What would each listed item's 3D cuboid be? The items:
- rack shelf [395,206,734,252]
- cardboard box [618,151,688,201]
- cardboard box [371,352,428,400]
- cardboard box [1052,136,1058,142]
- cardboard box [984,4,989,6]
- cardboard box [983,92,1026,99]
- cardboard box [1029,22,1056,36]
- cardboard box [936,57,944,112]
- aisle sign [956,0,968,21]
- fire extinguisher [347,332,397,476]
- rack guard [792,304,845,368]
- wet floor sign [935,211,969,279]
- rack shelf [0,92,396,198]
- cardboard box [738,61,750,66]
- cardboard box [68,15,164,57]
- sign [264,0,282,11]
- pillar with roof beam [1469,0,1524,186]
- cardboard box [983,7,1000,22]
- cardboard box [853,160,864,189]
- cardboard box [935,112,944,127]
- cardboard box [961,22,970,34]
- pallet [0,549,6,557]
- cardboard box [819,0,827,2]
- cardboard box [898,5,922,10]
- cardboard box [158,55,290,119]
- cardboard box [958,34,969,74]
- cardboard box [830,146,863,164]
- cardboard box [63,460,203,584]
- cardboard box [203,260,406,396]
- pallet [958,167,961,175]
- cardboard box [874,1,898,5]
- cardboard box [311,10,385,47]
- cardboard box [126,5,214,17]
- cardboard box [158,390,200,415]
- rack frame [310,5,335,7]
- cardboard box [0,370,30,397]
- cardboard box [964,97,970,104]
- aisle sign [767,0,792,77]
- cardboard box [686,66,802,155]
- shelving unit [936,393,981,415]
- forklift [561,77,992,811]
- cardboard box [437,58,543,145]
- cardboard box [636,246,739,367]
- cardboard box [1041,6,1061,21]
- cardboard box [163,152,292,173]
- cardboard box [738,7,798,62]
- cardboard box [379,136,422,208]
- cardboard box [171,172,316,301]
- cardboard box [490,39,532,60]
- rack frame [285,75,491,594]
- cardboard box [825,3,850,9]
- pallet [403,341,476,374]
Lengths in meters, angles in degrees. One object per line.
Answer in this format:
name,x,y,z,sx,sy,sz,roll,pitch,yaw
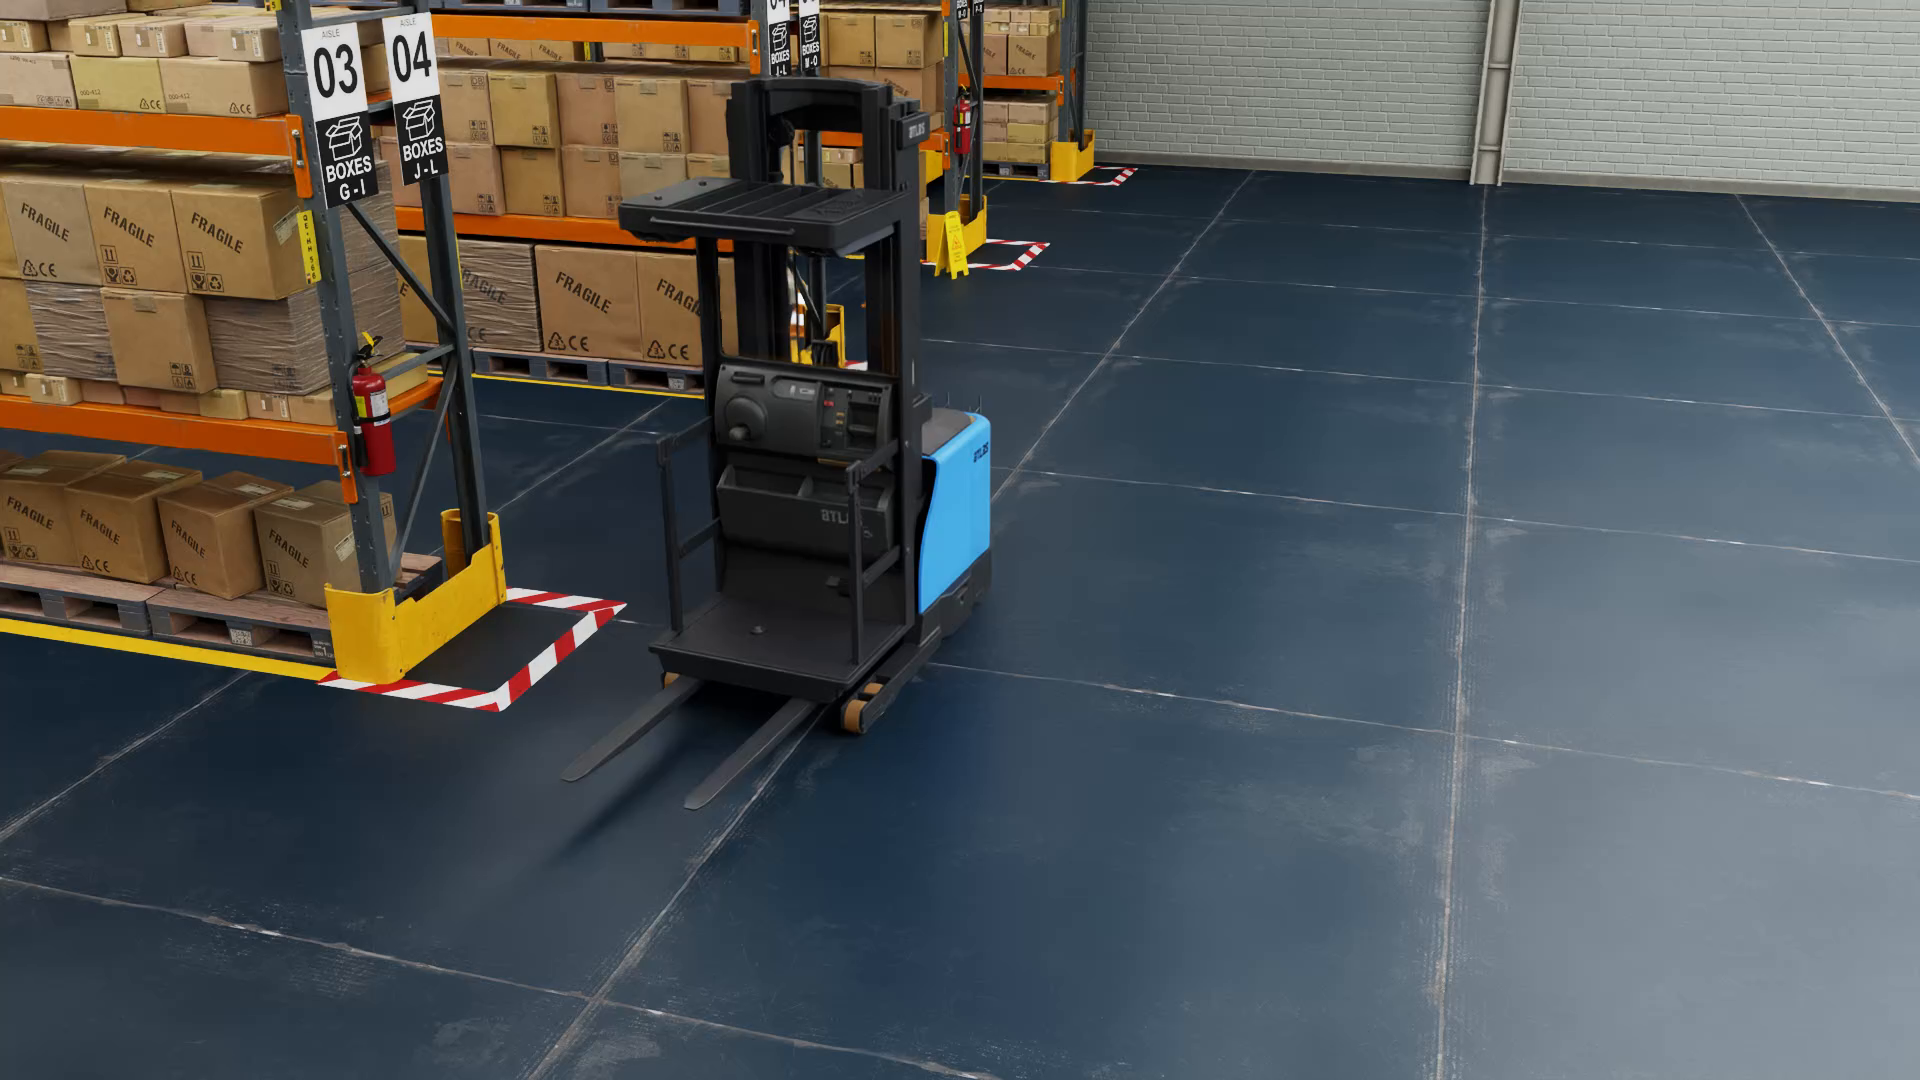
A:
rack shelf,-3.205,-2.545,13.469,4.000,0.370,1.077,7,23,16
cardboard box,-2.192,-2.804,12.956,0.550,0.550,0.875,7,23,16
cardboard box,-3.024,-0.869,8.766,0.250,0.149,0.380,7,23,16
cardboard box,1.059,-5.319,22.353,0.500,0.250,0.500,7,23,16
cardboard box,0.223,-6.987,21.973,0.250,0.149,0.380,7,23,17
cardboard box,0.588,-5.831,22.285,0.500,0.250,0.500,7,23,16
cardboard box,1.060,-6.554,21.309,0.250,0.149,0.380,7,23,16
cardboard box,-0.331,-4.804,17.506,0.500,0.500,0.500,6,23,15
aisle sign,0.018,-5.558,16.442,0.004,0.787,0.394,7,23,16
fire extinguisher,-2.843,-0.651,8.007,0.183,0.674,0.296,7,23,16
rack guard,-1.267,-1.499,13.266,0.348,0.500,1.175,7,23,16
wet floor sign,-0.085,-2.969,16.657,0.232,0.644,0.267,16,27,34
rack shelf,-4.735,-2.141,8.533,4.000,0.370,1.077,7,23,16
cardboard box,-1.992,-4.786,17.462,0.500,0.500,0.500,7,23,16
cardboard box,-3.932,-2.367,7.808,0.250,0.149,0.380,7,23,16
sign,-2.999,-2.465,7.208,0.005,0.325,0.100,7,23,16
pillar with roof beam,5.567,-7.229,16.036,0.400,9.000,9.100,7,23,16
cardboard box,0.349,-6.807,21.534,0.250,0.149,0.380,7,23,16
cardboard box,-0.800,-3.730,17.492,0.500,0.500,0.500,7,23,16
cardboard box,-0.223,-4.464,17.531,0.250,0.149,0.380,7,23,16
cardboard box,0.073,-6.665,21.581,0.250,0.149,0.380,6,23,14
pallet,-5.996,0.045,9.881,1.213,0.211,1.003,7,23,16
cardboard box,-1.964,-7.269,22.659,0.250,0.149,0.380,7,23,16
cardboard box,-0.637,-6.918,21.804,0.250,0.149,0.380,7,23,16
cardboard box,-3.355,-2.146,7.794,0.500,0.250,0.500,7,23,17
cardboard box,-0.059,-6.393,21.770,0.500,0.500,0.500,6,23,14
cardboard box,-1.171,-4.046,17.408,0.250,0.149,0.380,7,23,17
cardboard box,-4.589,-0.108,9.321,0.500,0.500,0.500,9,24,20
cardboard box,-3.339,-1.121,8.527,0.500,0.500,0.875,7,23,16
pallet,-0.436,-5.185,22.631,1.213,0.211,1.003,7,23,15
cardboard box,-0.978,-7.162,22.398,0.250,0.149,0.380,6,23,15
cardboard box,-3.017,-2.484,8.093,0.250,0.149,0.380,6,23,15
cardboard box,-3.986,-2.614,8.411,0.250,0.149,0.380,6,23,15
cardboard box,-3.881,-0.776,8.541,0.250,0.149,0.380,7,23,16
rack frame,-5.120,-3.097,13.867,0.127,3.000,1.000,7,23,16
cardboard box,-4.838,-0.886,8.808,0.250,0.149,0.380,7,23,16
cardboard box,-0.035,-5.699,21.963,0.500,0.250,0.500,7,23,16
aisle sign,-1.309,-3.744,12.020,0.004,0.787,0.394,7,23,16
cardboard box,-1.635,-3.282,12.698,0.550,0.550,0.875,7,23,16
shelving unit,-0.008,-0.417,10.101,0.210,0.900,0.258,7,23,16
forklift,-0.844,-0.603,7.878,1.130,2.935,3.031,9,24,20
cardboard box,-3.739,-3.485,13.194,0.550,0.550,0.875,7,23,16
cardboard box,-1.959,-1.920,13.244,0.875,0.875,0.875,7,23,16
cardboard box,1.213,-6.870,21.687,0.250,0.149,0.380,6,23,14
cardboard box,-3.744,-1.730,8.694,0.500,0.500,0.500,7,23,16
cardboard box,-1.947,-5.273,17.330,0.500,0.500,0.700,6,23,15
cardboard box,-4.230,-3.078,13.623,0.550,0.550,0.875,7,23,16
cardboard box,-3.418,-1.484,8.094,0.500,0.500,0.500,7,23,16
cardboard box,-4.770,-5.305,18.175,0.500,0.500,0.500,7,23,16
rack frame,-2.820,-0.867,8.431,0.127,3.000,1.000,7,23,16
cardboard box,-1.614,-7.031,22.079,0.250,0.149,0.380,6,23,15
pallet,-4.415,-1.695,14.123,1.213,0.211,1.003,7,23,15
